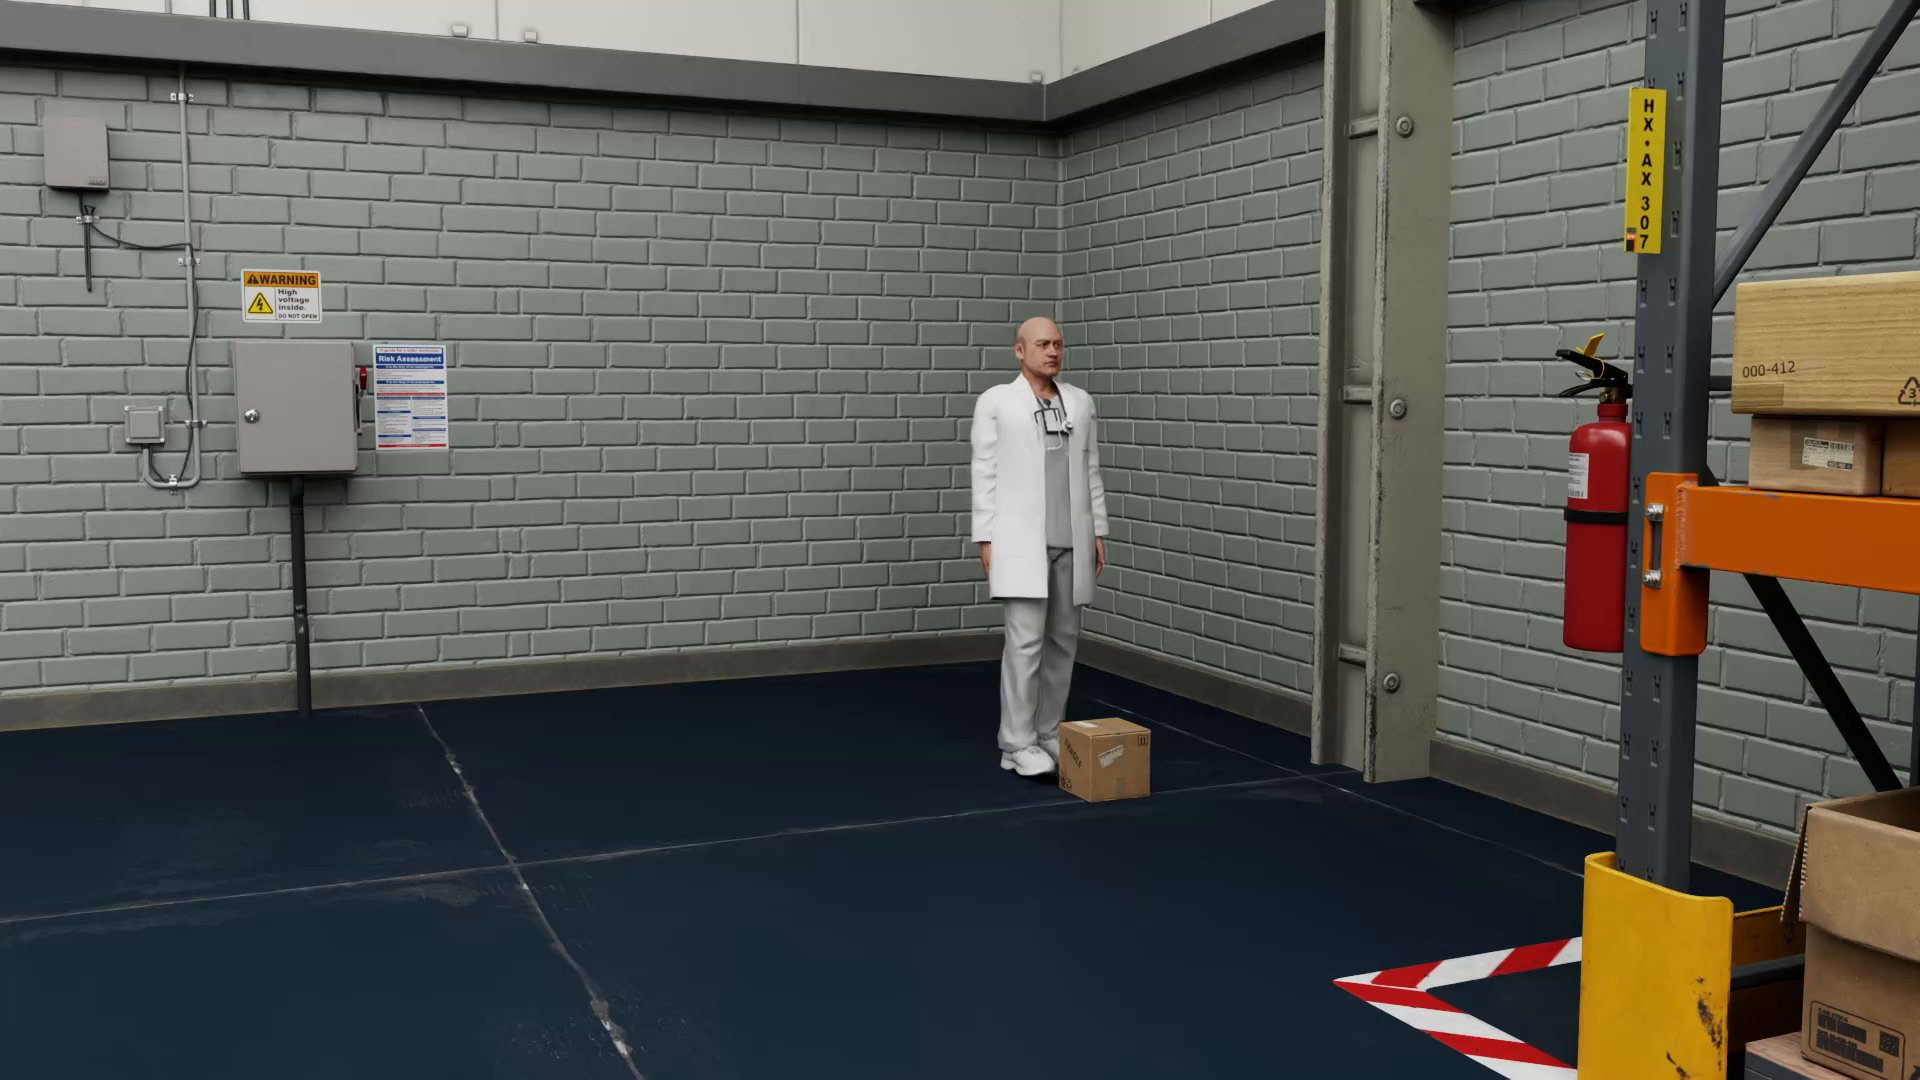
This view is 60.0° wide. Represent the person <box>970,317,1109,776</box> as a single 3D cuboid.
[{"bbox_3d":[0.344,0.020,6.545,0.587,1.788,0.596,-2,6,-23],"label":"person"}]
